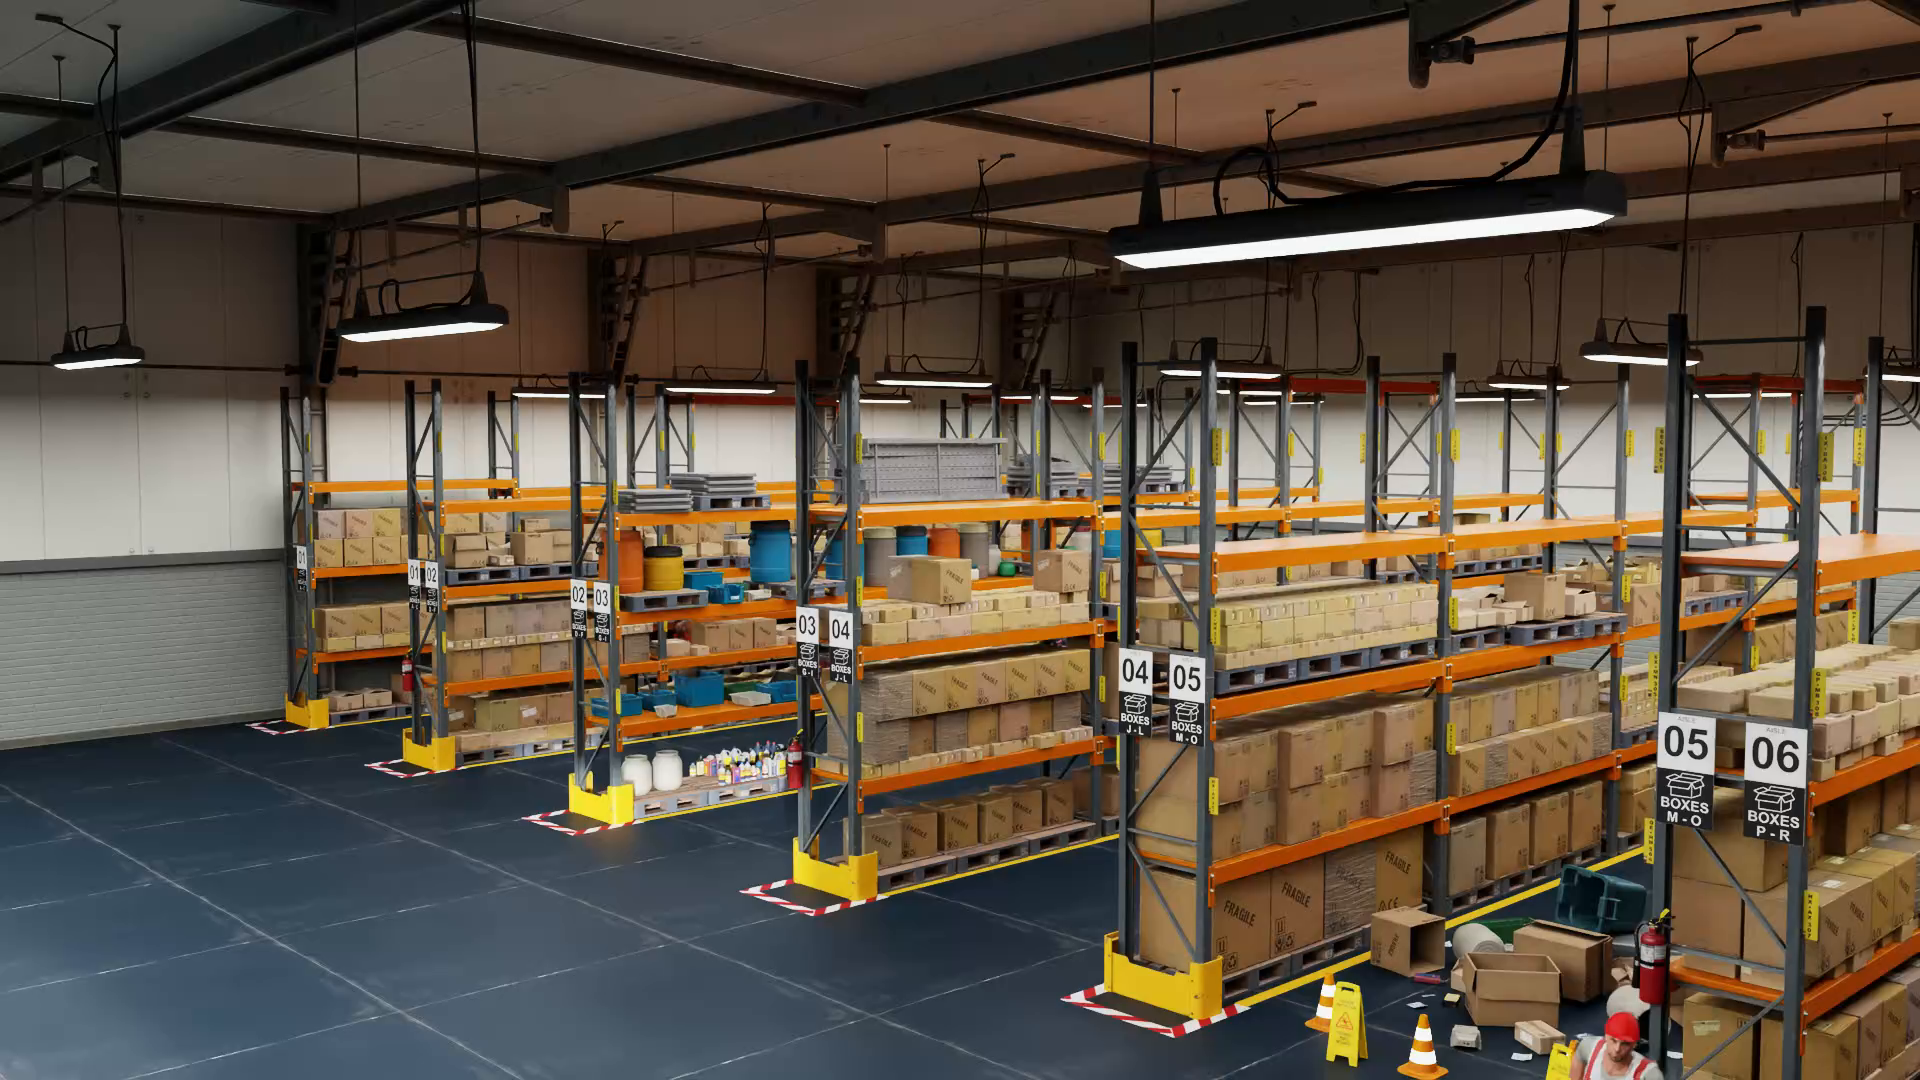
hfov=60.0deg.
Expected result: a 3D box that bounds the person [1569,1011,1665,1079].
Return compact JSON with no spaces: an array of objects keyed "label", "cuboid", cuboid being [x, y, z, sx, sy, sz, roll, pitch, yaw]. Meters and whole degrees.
[{"label":"person","cuboid":[3.978,3.649,10.136,0.659,1.715,0.902,2,4,31]}]

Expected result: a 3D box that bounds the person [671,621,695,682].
[{"label":"person","cuboid":[-5.147,2.344,31.270,0.661,1.670,0.572,3,5,37]}]
